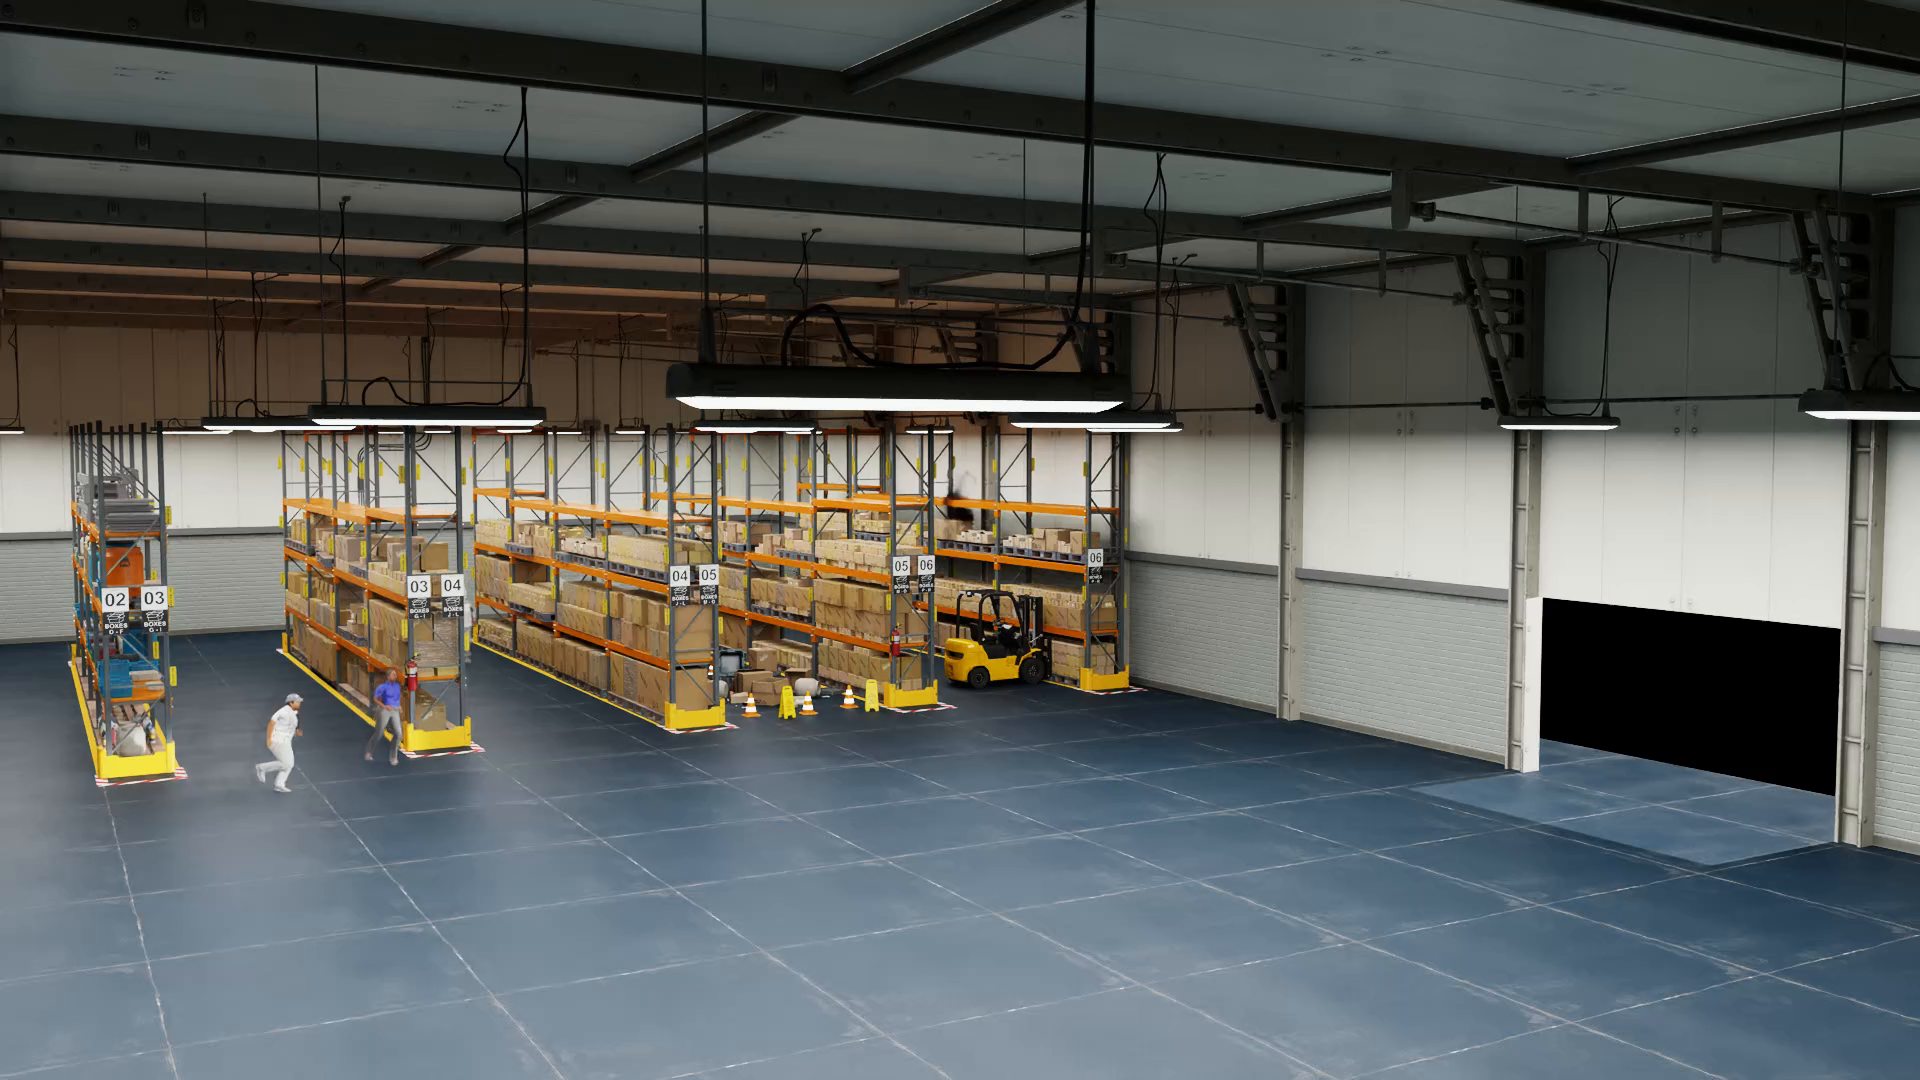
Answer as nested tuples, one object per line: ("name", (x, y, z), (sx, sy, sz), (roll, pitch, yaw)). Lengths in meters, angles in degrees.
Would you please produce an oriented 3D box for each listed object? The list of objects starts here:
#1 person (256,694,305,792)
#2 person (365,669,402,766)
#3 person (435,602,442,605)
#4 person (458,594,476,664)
("person", (-10.981, 3.287, 26.902), (0.758, 1.602, 0.599), (-1, 4, -10))
("person", (-10.062, 3.105, 29.274), (0.763, 1.679, 0.665), (3, 4, 38))
("person", (-14.628, 1.995, 45.845), (0.768, 1.797, 0.887), (0, 4, 7))
("person", (-12.641, 2.217, 42.317), (0.662, 1.774, 0.962), (-2, 4, -23))
